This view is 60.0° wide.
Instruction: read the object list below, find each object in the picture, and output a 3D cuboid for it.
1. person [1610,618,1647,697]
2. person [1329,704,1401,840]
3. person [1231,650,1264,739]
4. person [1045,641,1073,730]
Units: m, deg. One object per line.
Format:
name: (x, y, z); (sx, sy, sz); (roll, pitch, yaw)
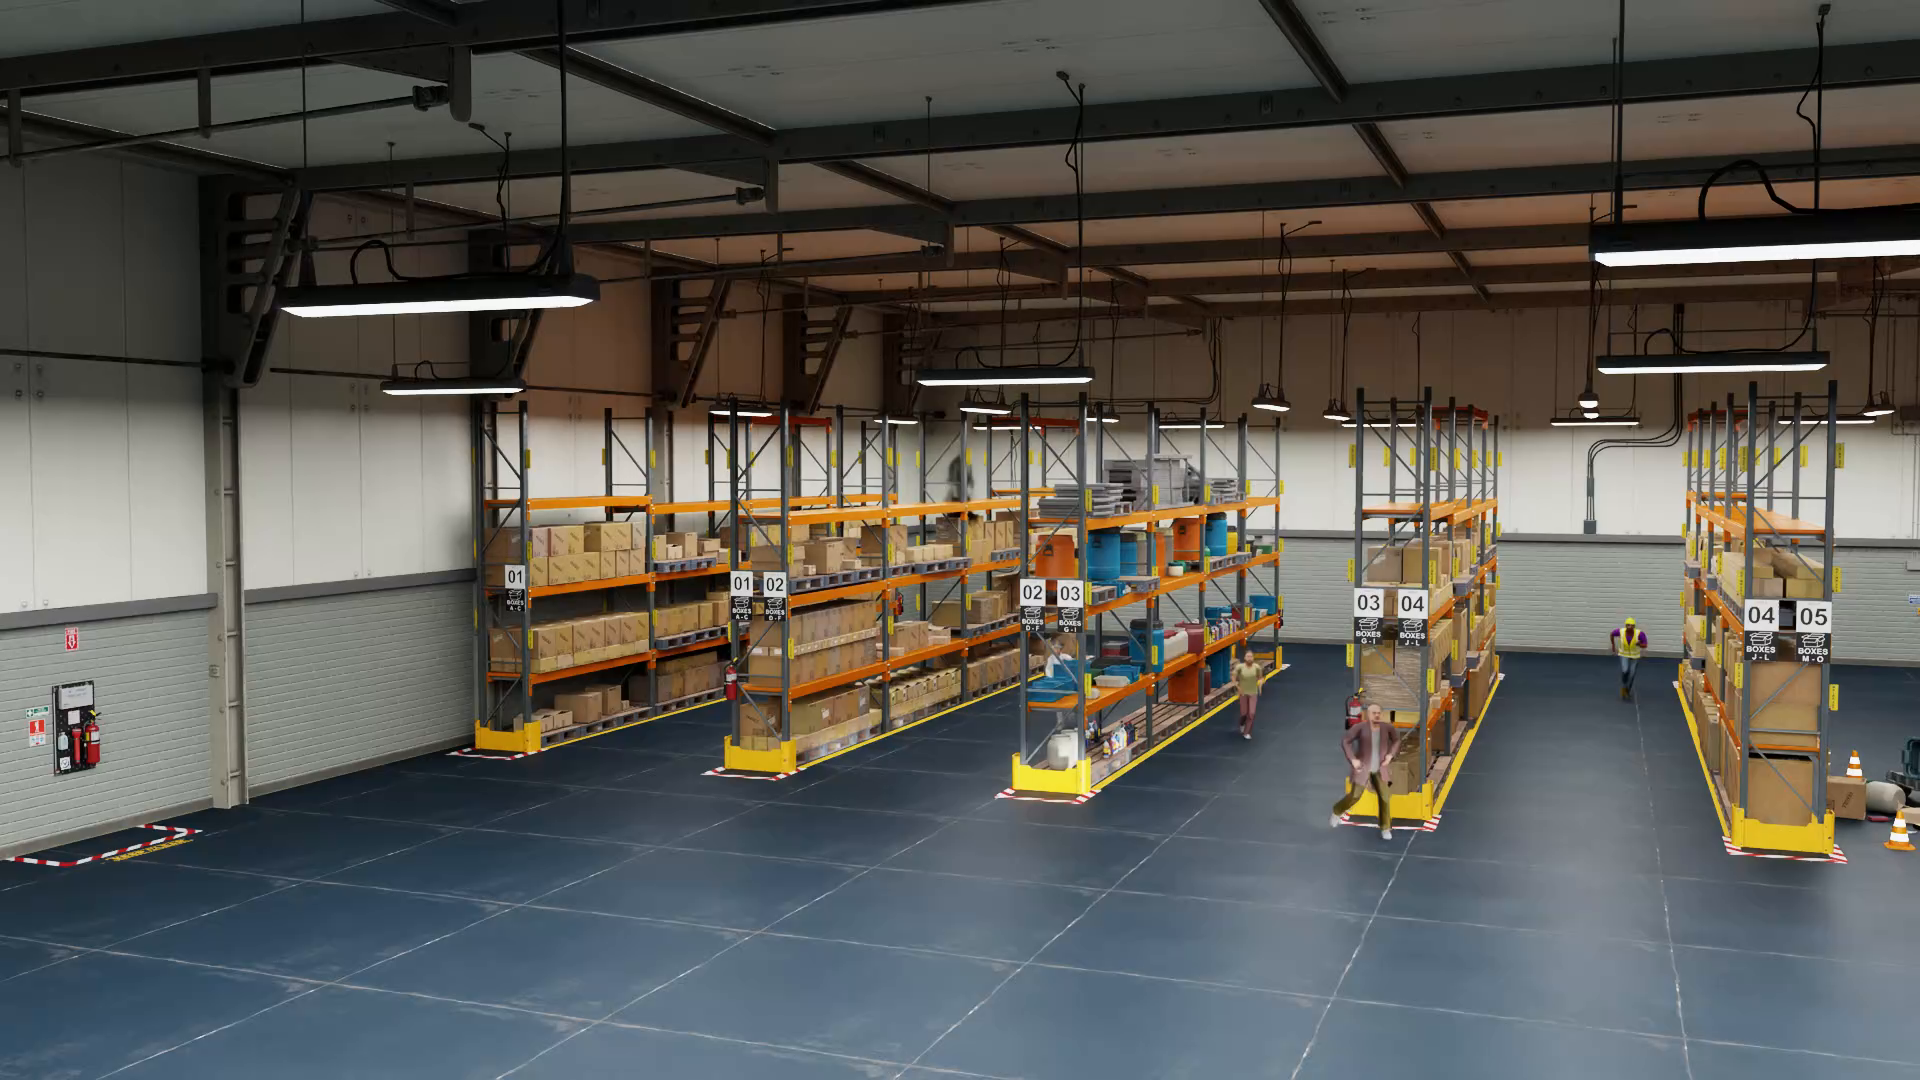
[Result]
person: (13.915, 2.448, 34.612); (0.681, 1.678, 0.884); (1, 3, 15)
person: (5.440, 3.073, 22.188); (0.923, 1.782, 0.790); (0, 3, -6)
person: (5.155, 2.756, 29.833); (0.574, 1.605, 0.561); (0, 3, 1)
person: (1.900, 2.694, 31.077); (0.636, 1.669, 0.760); (1, 3, 19)
